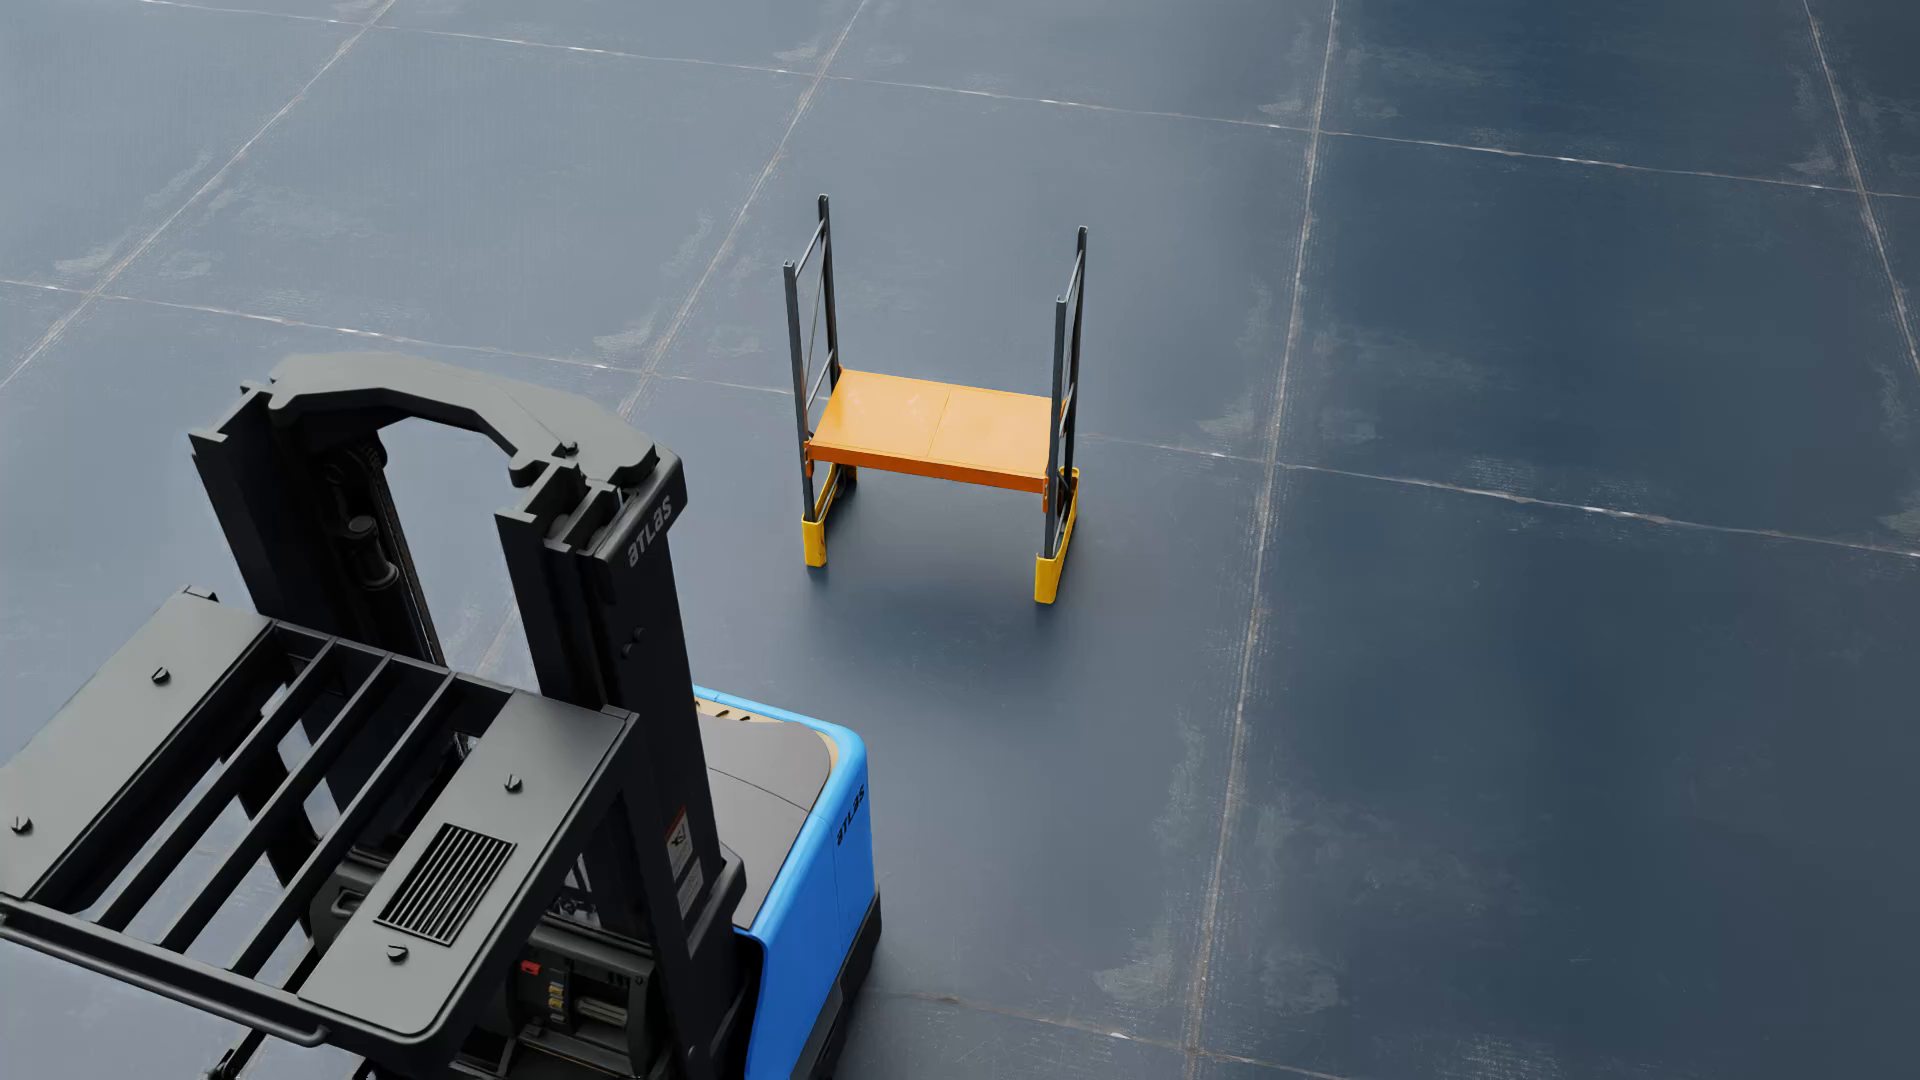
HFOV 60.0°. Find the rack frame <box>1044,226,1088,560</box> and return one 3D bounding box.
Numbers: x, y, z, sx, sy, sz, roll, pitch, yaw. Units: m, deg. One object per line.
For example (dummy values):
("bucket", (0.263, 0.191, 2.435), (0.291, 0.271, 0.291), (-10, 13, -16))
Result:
("rack frame", (0.413, -0.476, 6.623), (0.032, 1.500, 0.500), (9, 45, 9))

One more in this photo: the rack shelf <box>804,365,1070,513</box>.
("rack shelf", (-0.083, -0.424, 6.828), (1.000, 0.185, 0.538), (9, 45, 9))

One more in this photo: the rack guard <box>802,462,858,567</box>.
("rack guard", (-0.560, -0.177, 7.214), (0.087, 0.250, 0.587), (9, 45, 9))

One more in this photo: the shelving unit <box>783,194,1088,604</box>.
("shelving unit", (-0.074, -0.552, 6.702), (1.083, 1.500, 0.587), (9, 45, 9))

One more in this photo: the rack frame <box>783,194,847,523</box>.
("rack frame", (-0.579, -0.630, 6.783), (0.032, 1.500, 0.500), (9, 45, 9))

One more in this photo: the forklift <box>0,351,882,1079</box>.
("forklift", (-1.241, 1.156, 3.896), (1.130, 2.935, 3.031), (14, 46, 14))

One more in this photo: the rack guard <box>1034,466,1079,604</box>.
("rack guard", (0.412, -0.026, 7.057), (0.087, 0.250, 0.587), (9, 45, 9))
